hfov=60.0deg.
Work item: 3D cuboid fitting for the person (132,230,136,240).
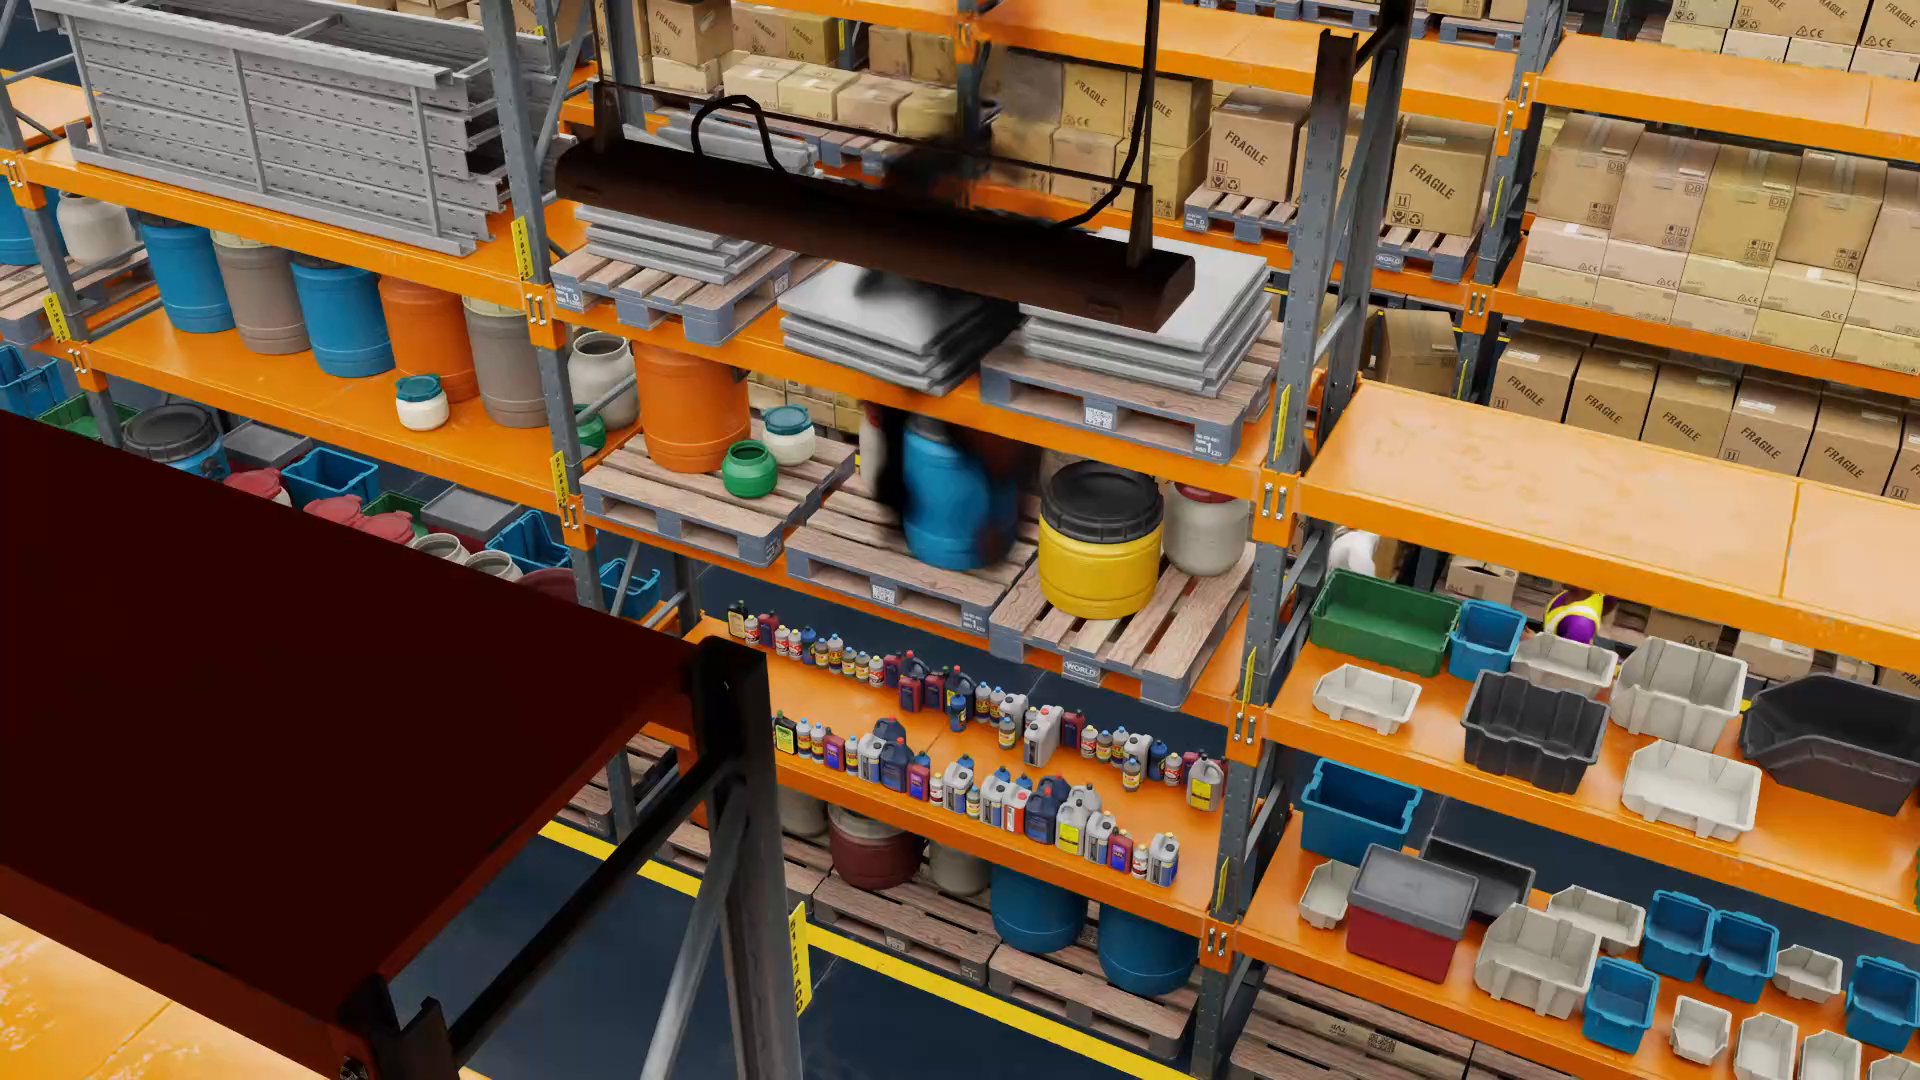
[{"bbox_3d":[-9.098,-3.575,17.552,0.548,1.653,0.620,-19,39,-25],"label":"person"}]

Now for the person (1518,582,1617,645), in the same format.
[{"bbox_3d":[3.928,0.812,10.935,0.725,1.767,0.674,7,36,11],"label":"person"}]

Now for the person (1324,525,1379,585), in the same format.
[{"bbox_3d":[2.593,0.502,11.332,0.611,1.538,0.708,11,37,15],"label":"person"}]
